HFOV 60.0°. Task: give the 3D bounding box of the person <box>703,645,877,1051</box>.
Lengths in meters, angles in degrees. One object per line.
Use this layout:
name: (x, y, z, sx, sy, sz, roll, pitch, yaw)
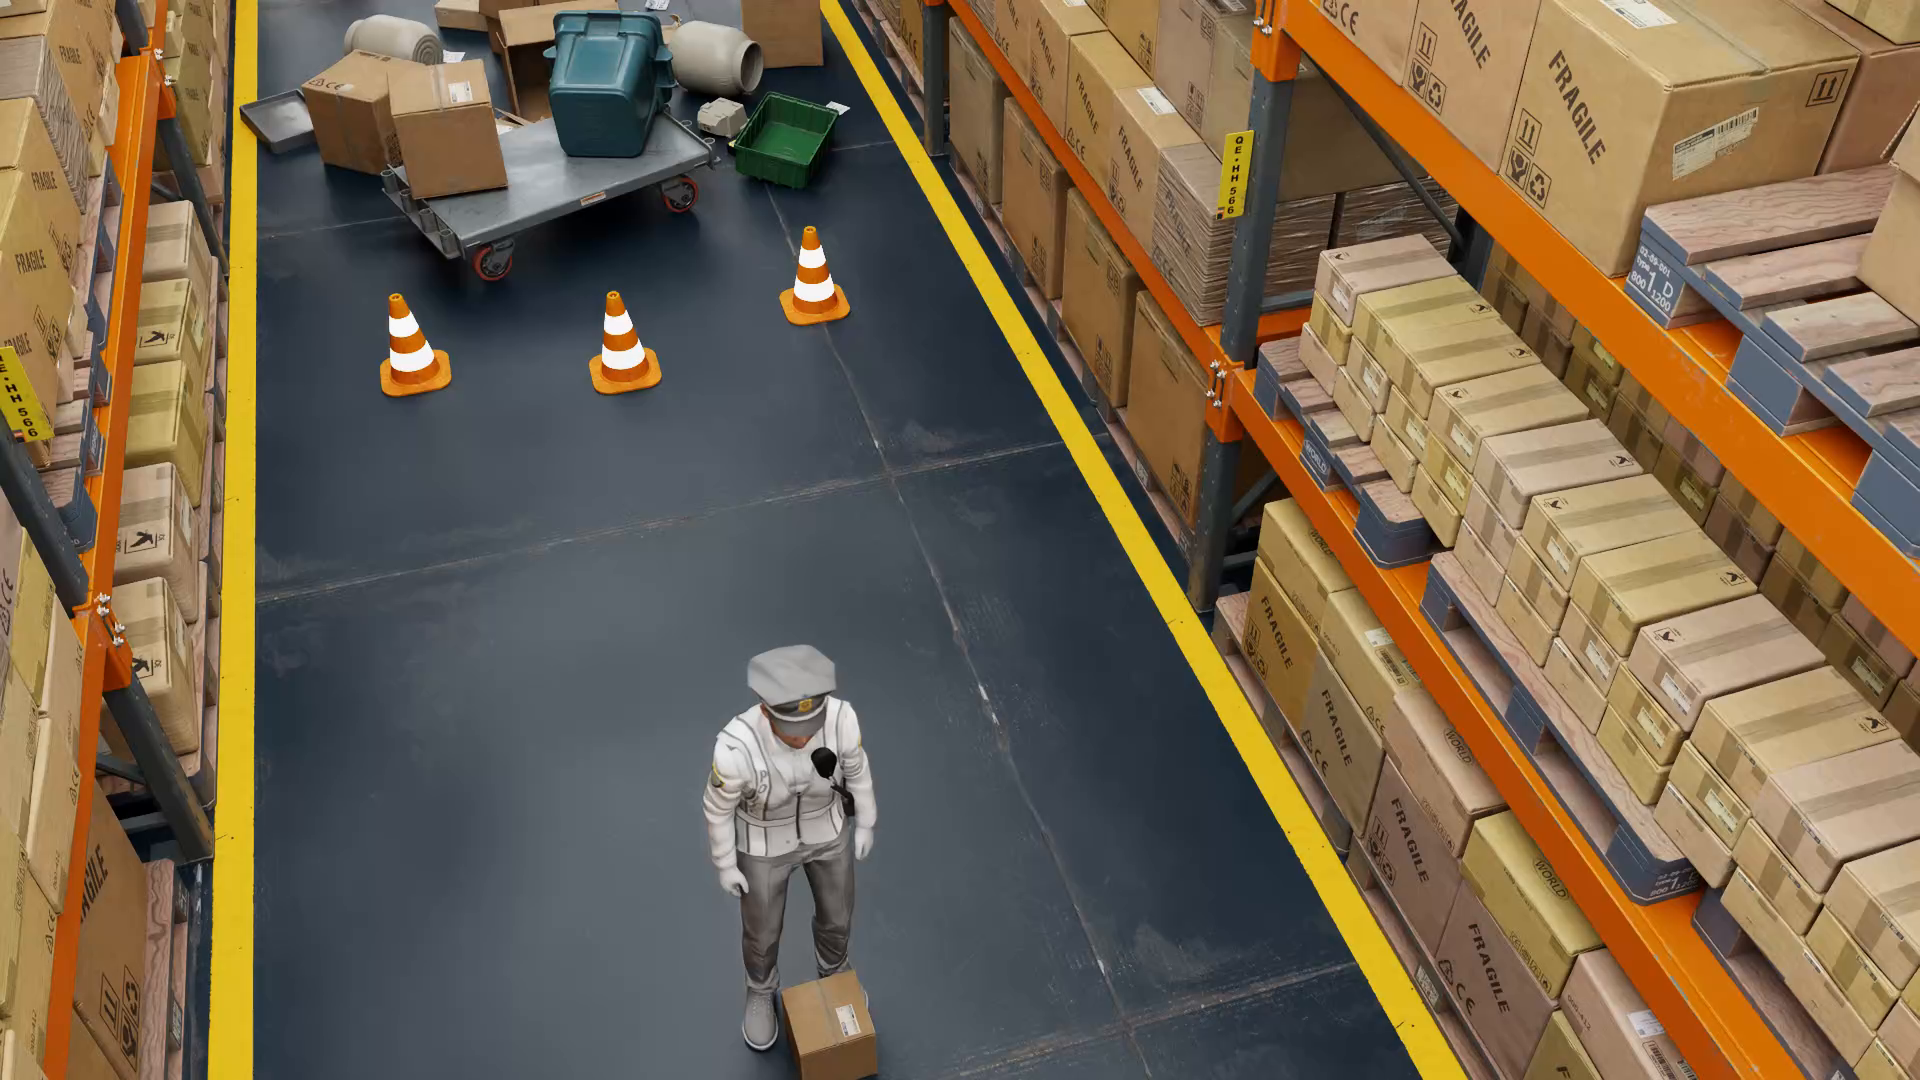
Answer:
person: (-0.506, 0.935, 5.138, 0.531, 1.662, 0.375, -14, 44, -15)
